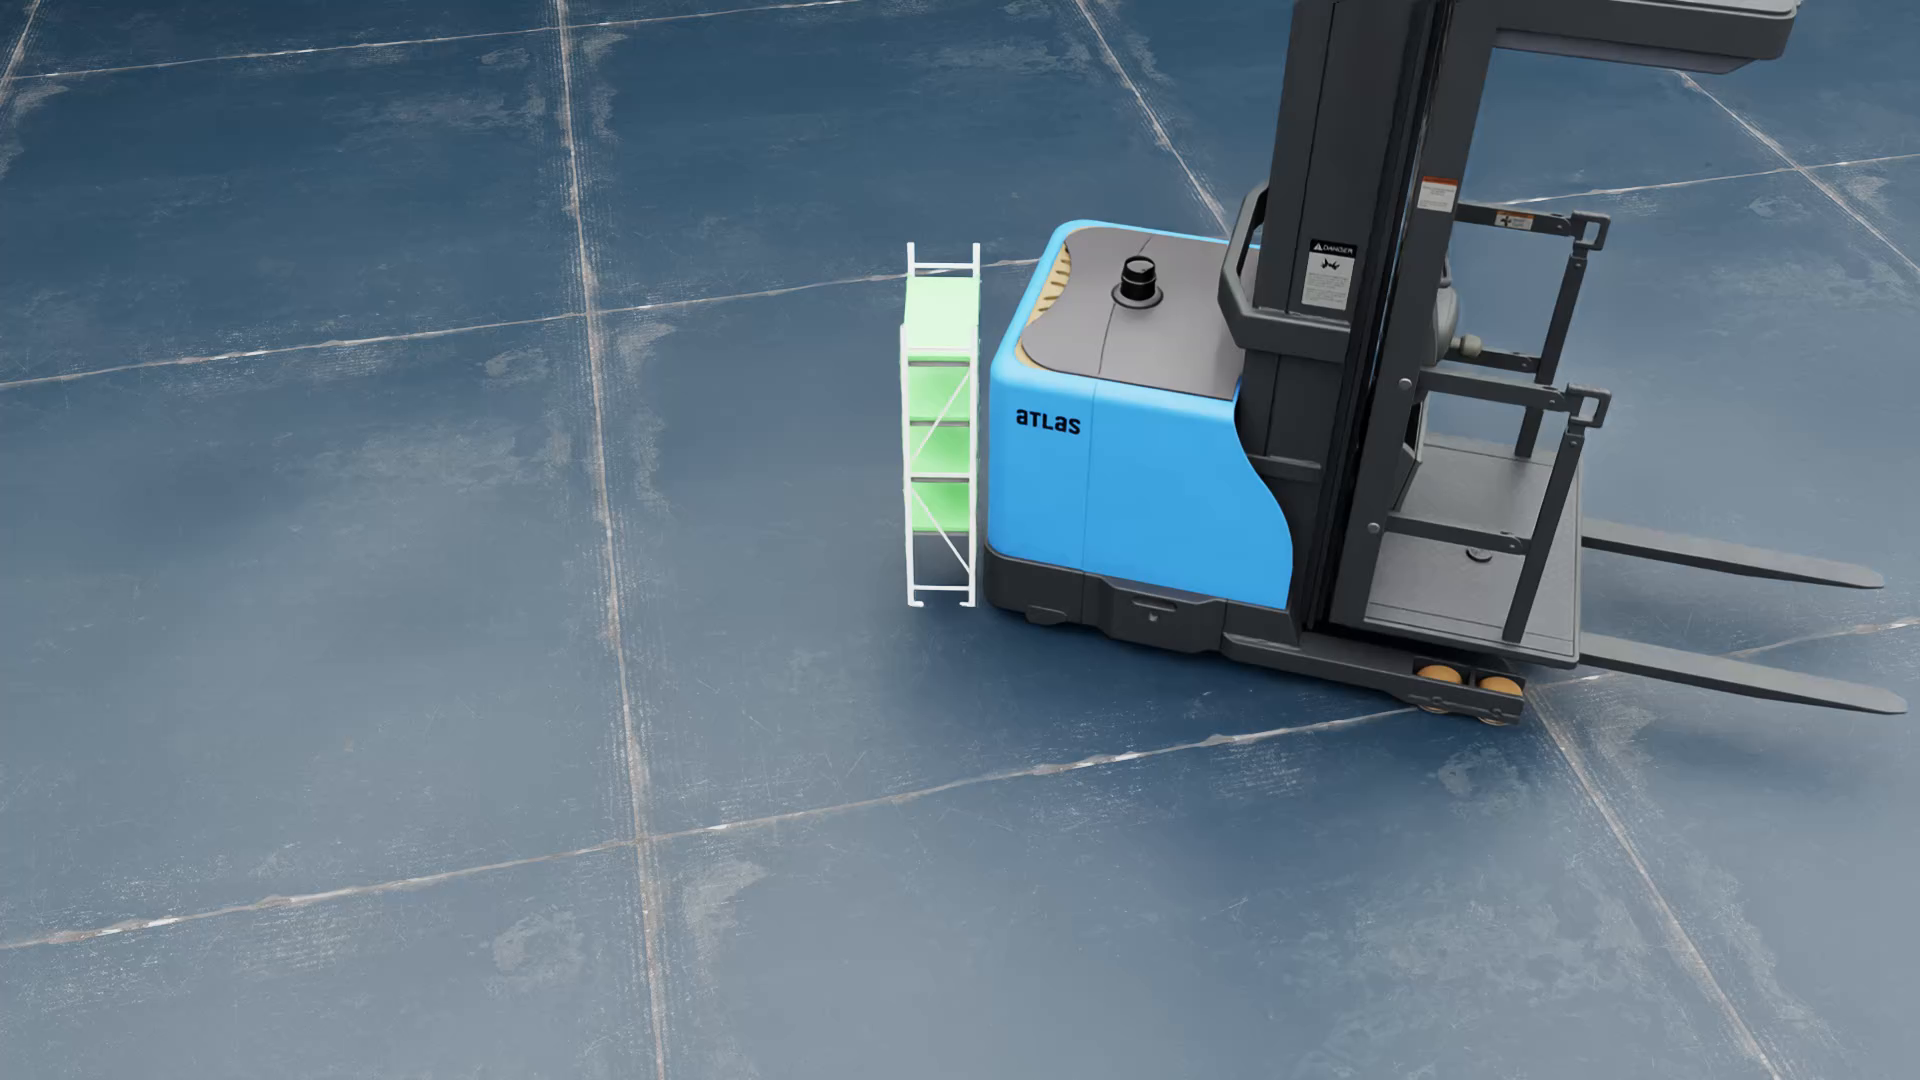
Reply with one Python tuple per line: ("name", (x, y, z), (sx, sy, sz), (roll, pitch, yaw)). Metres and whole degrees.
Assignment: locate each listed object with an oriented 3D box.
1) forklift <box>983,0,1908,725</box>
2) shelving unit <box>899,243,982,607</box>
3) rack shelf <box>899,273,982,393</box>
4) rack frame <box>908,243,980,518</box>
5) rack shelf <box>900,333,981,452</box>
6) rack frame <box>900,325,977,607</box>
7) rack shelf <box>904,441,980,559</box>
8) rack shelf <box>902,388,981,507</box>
("forklift", (1.658, -0.873, 5.025), (3.031, 2.935, 1.130), (11, 43, 12))
("shelving unit", (-0.061, -0.377, 5.771), (0.258, 1.200, 0.503), (1, 42, 1))
("rack shelf", (-0.061, -0.689, 5.495), (0.258, 0.148, 0.480), (1, 42, 1))
("rack frame", (-0.055, -0.539, 5.954), (0.240, 1.200, 0.015), (1, 42, 1))
("rack shelf", (-0.061, -0.509, 5.654), (0.258, 0.148, 0.480), (1, 42, 1))
("rack frame", (-0.067, -0.215, 5.589), (0.240, 1.200, 0.015), (1, 42, 1))
("rack shelf", (-0.061, -0.150, 5.973), (0.258, 0.148, 0.480), (1, 42, 1))
("rack shelf", (-0.061, -0.330, 5.814), (0.258, 0.148, 0.480), (1, 42, 1))
